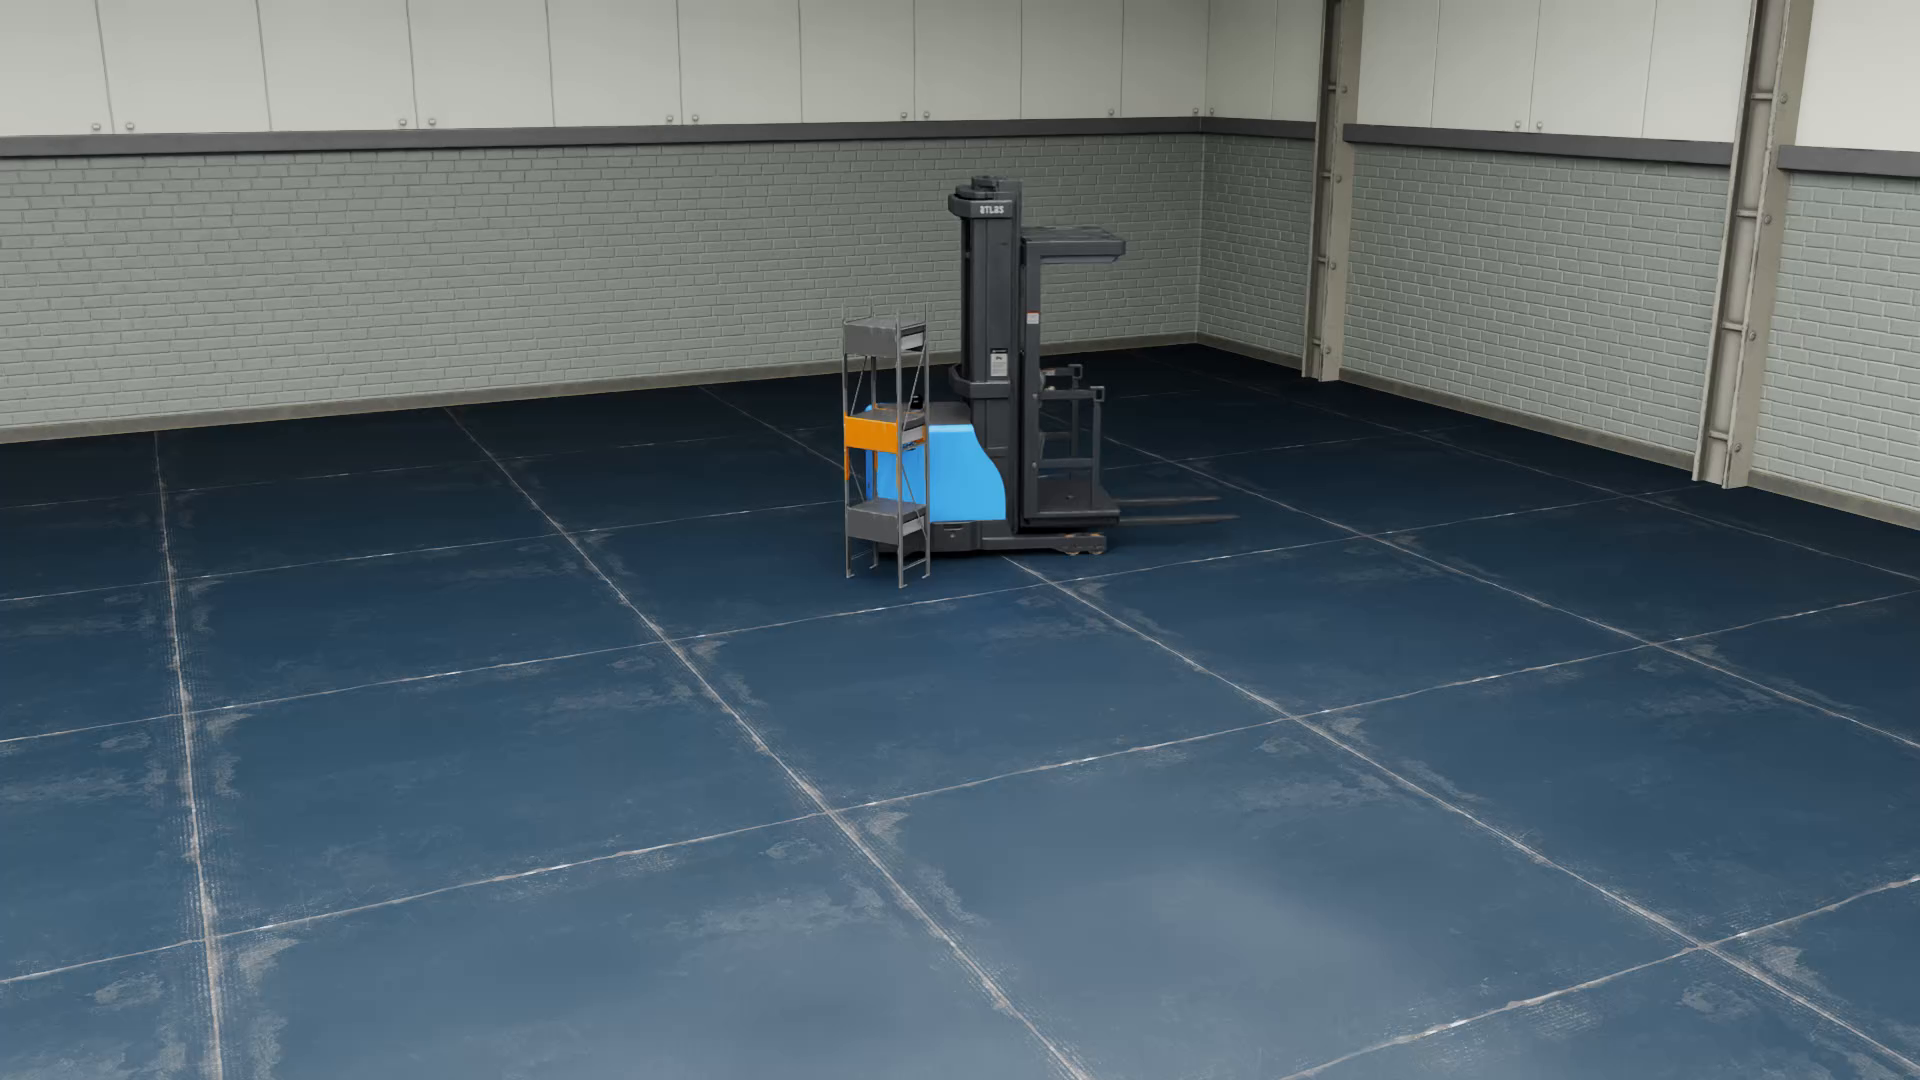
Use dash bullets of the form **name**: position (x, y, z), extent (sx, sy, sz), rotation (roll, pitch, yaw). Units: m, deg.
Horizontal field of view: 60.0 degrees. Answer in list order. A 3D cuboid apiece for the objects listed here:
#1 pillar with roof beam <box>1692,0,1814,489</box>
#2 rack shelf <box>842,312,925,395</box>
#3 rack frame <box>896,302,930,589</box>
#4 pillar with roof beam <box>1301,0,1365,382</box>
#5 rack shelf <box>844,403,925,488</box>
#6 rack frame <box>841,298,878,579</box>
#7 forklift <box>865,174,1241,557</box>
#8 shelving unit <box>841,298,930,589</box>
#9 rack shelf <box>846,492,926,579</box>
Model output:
- **pillar with roof beam**: position (3.276, -4.345, 12.578), extent (9.100, 9.000, 0.400), rotation (-8, 18, -25)
- **rack shelf**: position (-0.549, -1.385, 12.283), extent (0.480, 0.518, 0.431), rotation (10, 19, 31)
- **rack frame**: position (-0.343, -0.690, 12.347), extent (0.015, 2.100, 0.400), rotation (10, 19, 31)
- **pillar with roof beam**: position (0.648, -5.833, 17.763), extent (9.100, 9.000, 0.400), rotation (-8, 18, -25)
- **rack shelf**: position (-0.549, -0.712, 12.476), extent (0.480, 0.518, 0.431), rotation (10, 19, 31)
- **rack frame**: position (-0.756, -0.761, 12.597), extent (0.015, 2.100, 0.400), rotation (10, 19, 31)
- **forklift**: position (0.757, -1.427, 13.411), extent (3.031, 2.935, 1.130), rotation (-2, 16, -6)
- **shelving unit**: position (-0.549, -0.726, 12.472), extent (0.503, 2.100, 0.431), rotation (10, 19, 31)
- **rack shelf**: position (-0.549, -0.040, 12.669), extent (0.480, 0.518, 0.431), rotation (10, 19, 31)
